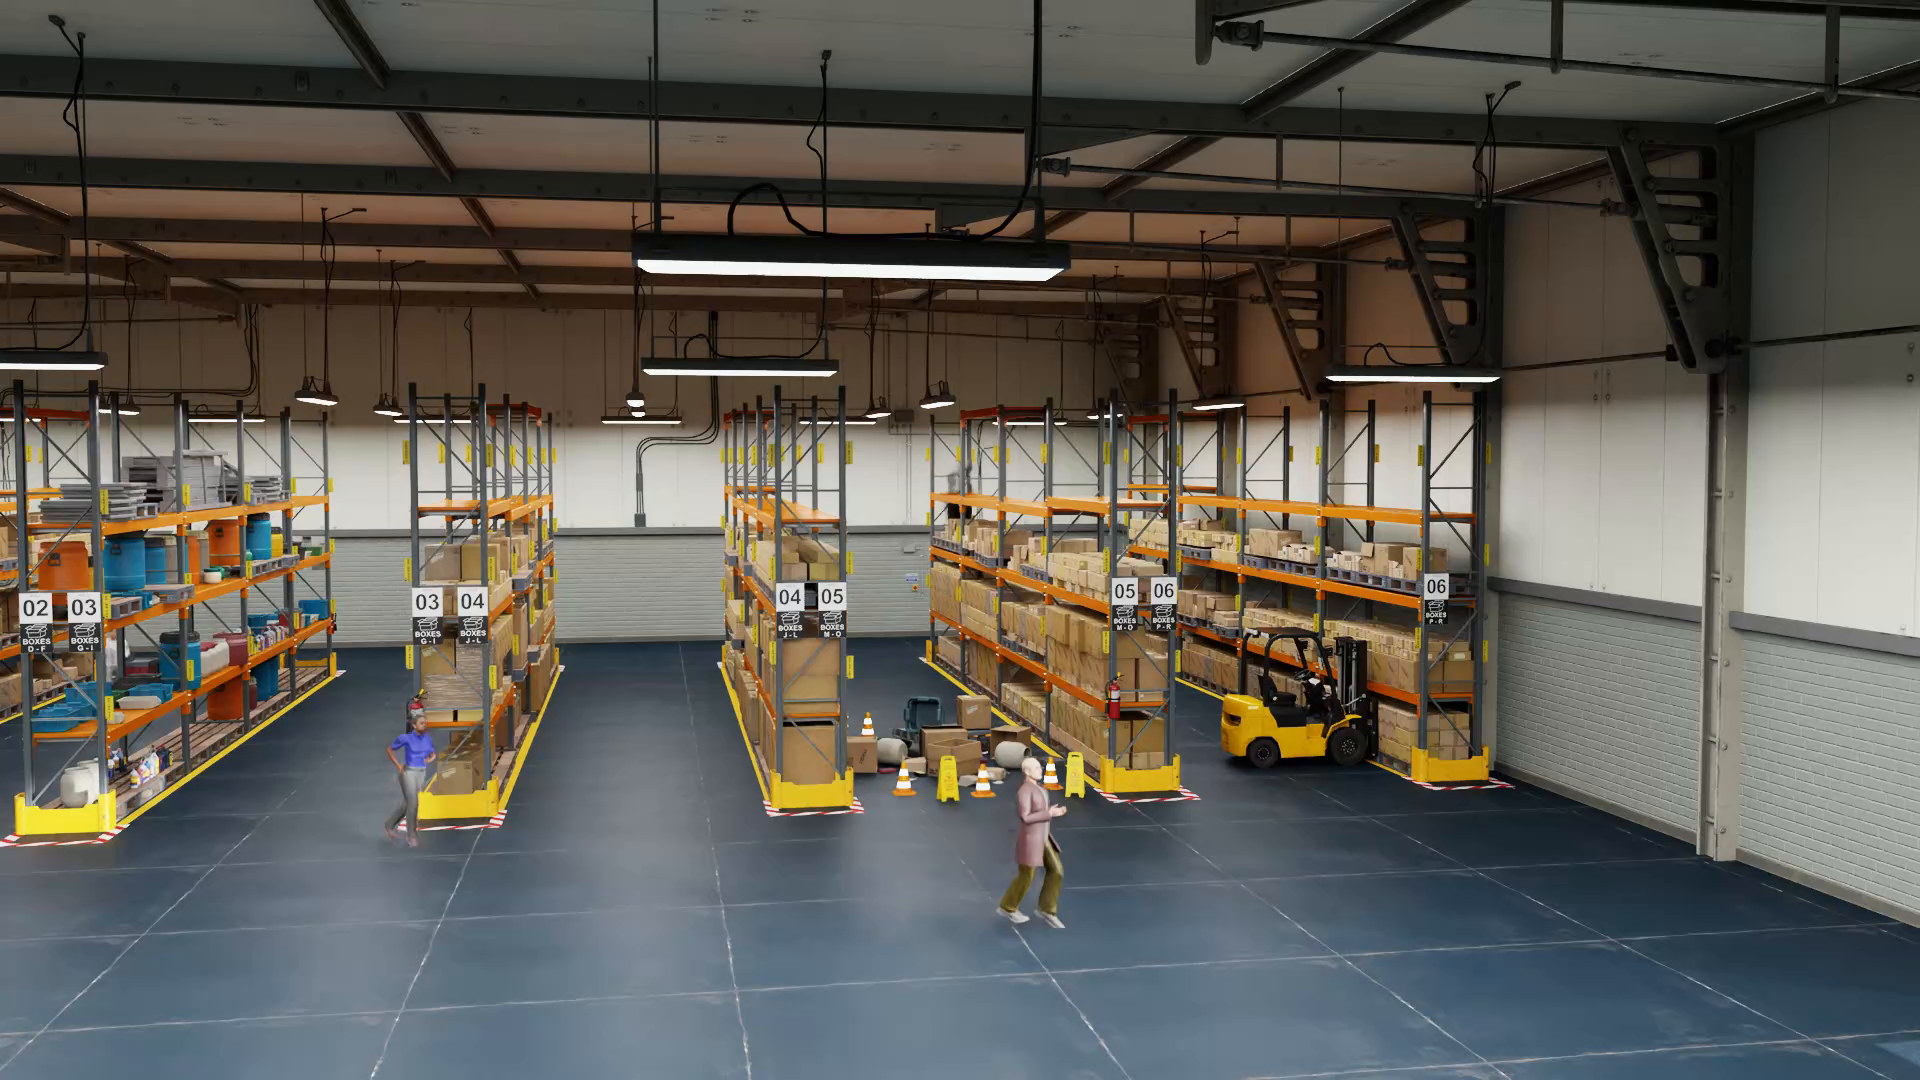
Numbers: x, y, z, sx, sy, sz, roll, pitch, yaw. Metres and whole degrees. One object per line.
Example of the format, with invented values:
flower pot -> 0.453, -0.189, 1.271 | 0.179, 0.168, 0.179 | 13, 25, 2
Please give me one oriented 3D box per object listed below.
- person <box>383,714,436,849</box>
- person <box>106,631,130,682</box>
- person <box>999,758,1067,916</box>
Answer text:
person -> -7.110, 3.105, 21.553 | 0.780, 1.701, 0.581 | 2, 3, 29
person -> -16.502, 2.524, 32.426 | 0.587, 1.702, 0.808 | -1, 3, -23
person -> 0.791, 3.136, 17.584 | 0.773, 1.671, 0.686 | 1, 3, 26
